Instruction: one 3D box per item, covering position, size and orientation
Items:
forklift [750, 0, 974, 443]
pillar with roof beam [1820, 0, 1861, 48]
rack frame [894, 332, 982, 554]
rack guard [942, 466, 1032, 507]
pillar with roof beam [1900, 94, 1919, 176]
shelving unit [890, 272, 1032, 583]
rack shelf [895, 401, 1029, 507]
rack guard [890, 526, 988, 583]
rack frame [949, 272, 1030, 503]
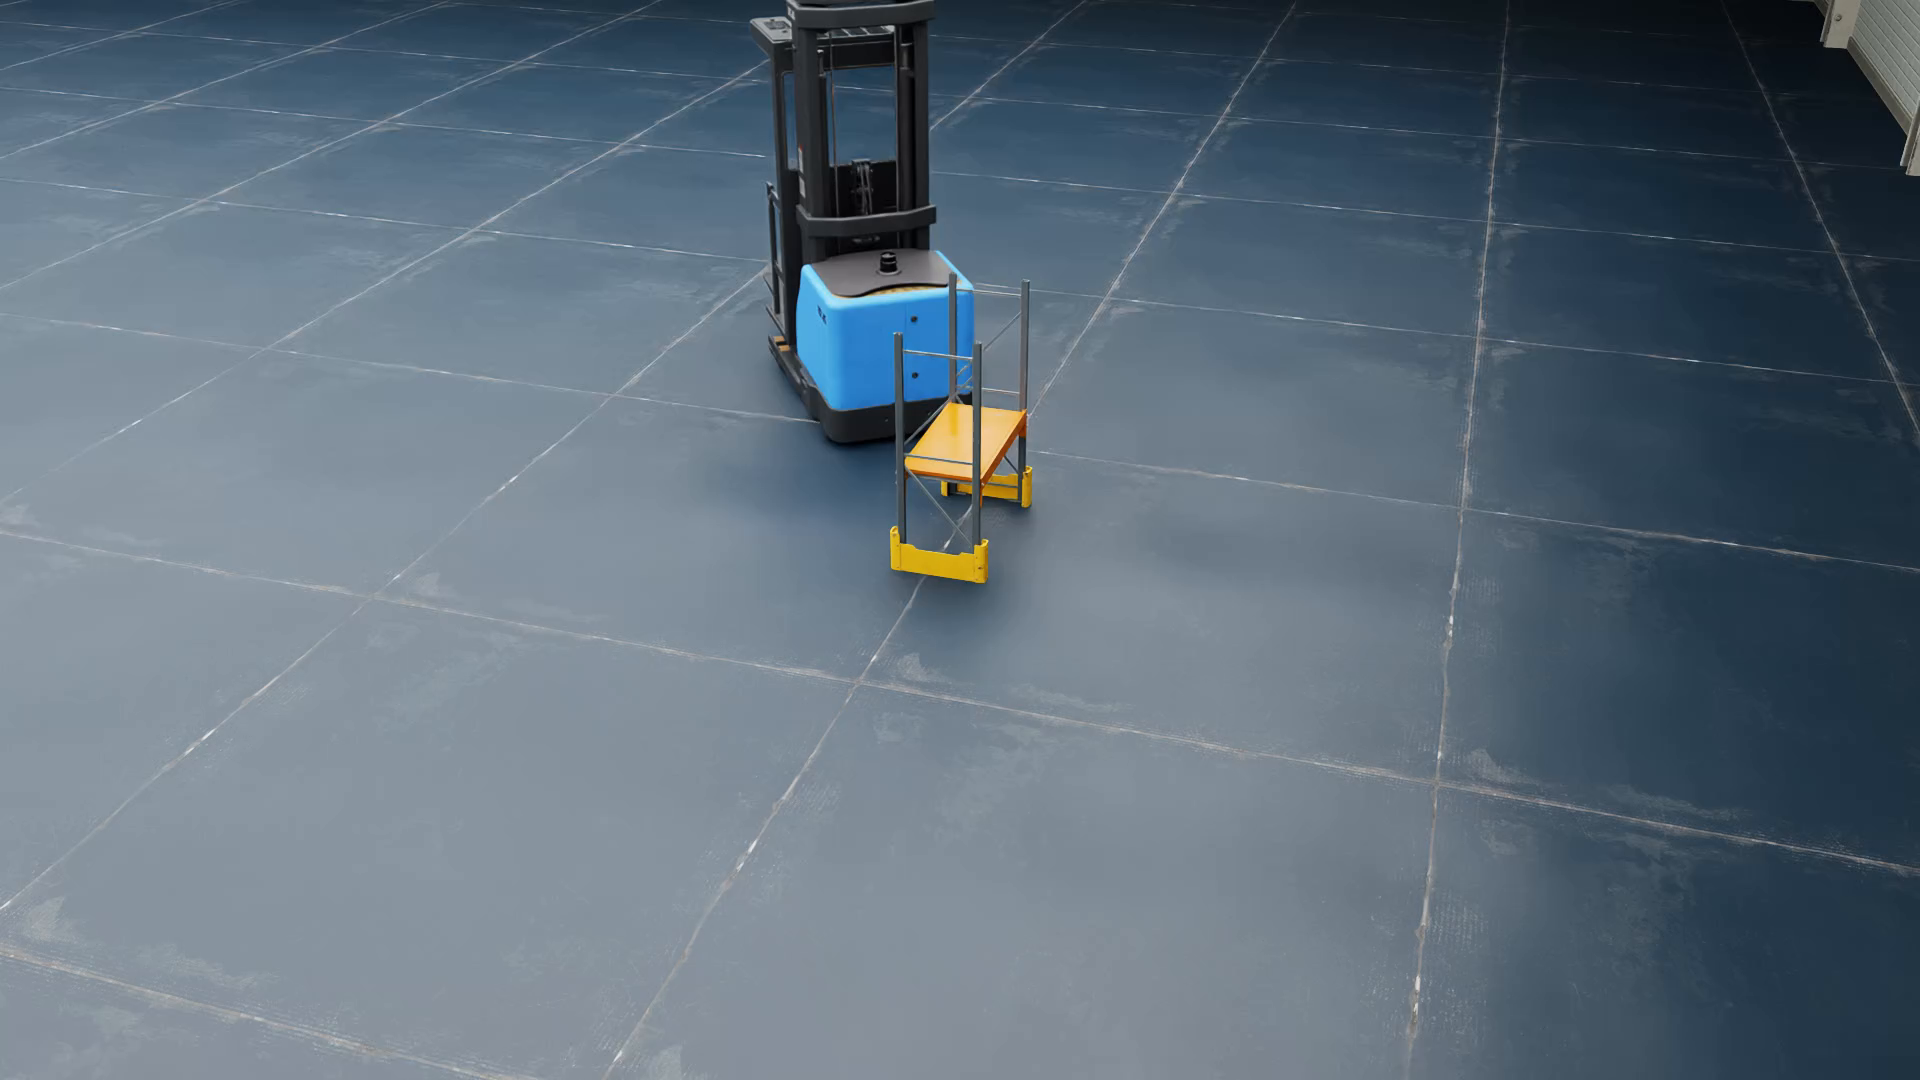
[{"bbox_3d":[-0.831,-2.643,11.986,1.130,2.935,3.031,-9,30,-16],"label":"forklift"},{"bbox_3d":[7.492,-11.123,20.987,9.100,9.000,0.400,8,30,15],"label":"pillar with roof beam"},{"bbox_3d":[-0.124,-0.459,9.532,0.500,1.500,0.032,8,30,15],"label":"rack frame"},{"bbox_3d":[0.169,-0.376,10.669,0.587,0.250,0.087,8,30,15],"label":"rack guard"},{"bbox_3d":[5.731,-8.334,15.975,9.100,9.000,0.400,8,30,15],"label":"pillar with roof beam"},{"bbox_3d":[0.022,-0.691,9.949,0.587,1.500,1.083,8,30,15],"label":"shelving unit"},{"bbox_3d":[0.025,-0.538,10.044,0.538,0.185,1.000,8,30,15],"label":"rack shelf"},{"bbox_3d":[-0.124,0.087,9.837,0.587,0.250,0.087,8,30,15],"label":"rack guard"},{"bbox_3d":[0.174,-0.931,10.381,0.500,1.500,0.032,8,30,15],"label":"rack frame"}]
